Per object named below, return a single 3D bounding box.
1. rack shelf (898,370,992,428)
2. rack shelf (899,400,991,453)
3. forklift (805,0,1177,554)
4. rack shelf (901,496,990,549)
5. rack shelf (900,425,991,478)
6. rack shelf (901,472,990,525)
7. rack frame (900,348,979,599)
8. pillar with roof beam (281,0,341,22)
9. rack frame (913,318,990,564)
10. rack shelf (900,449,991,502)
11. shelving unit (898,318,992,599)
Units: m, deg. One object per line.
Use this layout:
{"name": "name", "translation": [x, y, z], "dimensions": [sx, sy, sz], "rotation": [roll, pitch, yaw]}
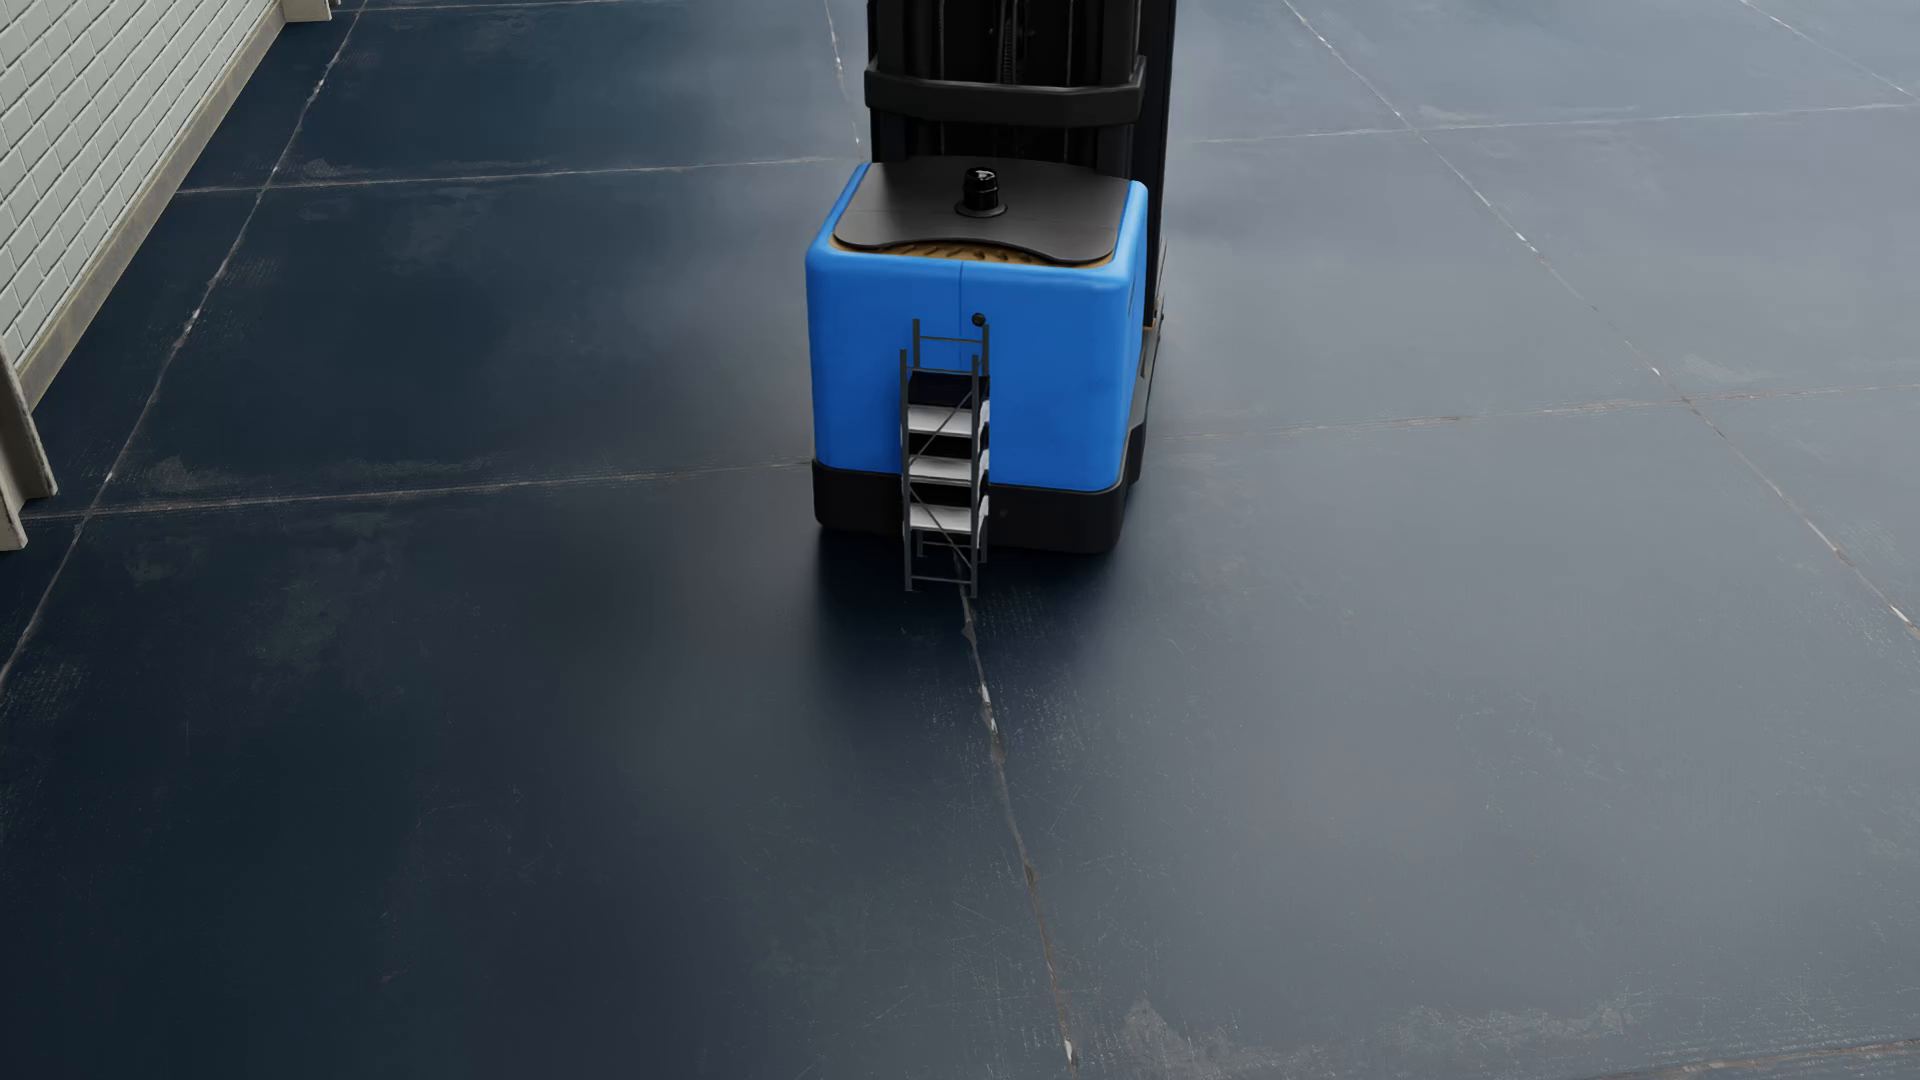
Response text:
{"name": "rack shelf", "translation": [-0.045, -0.443, 5.180], "dimensions": [0.258, 0.077, 0.200], "rotation": [6, 35, 8]}
{"name": "rack shelf", "translation": [-0.045, -0.368, 5.231], "dimensions": [0.258, 0.077, 0.200], "rotation": [6, 35, 8]}
{"name": "forklift", "translation": [0.256, -1.985, 6.060], "dimensions": [1.130, 2.935, 3.031], "rotation": [6, 35, 8]}
{"name": "rack shelf", "translation": [-0.045, -0.071, 5.434], "dimensions": [0.258, 0.077, 0.200], "rotation": [6, 35, 8]}
{"name": "rack shelf", "translation": [-0.045, -0.294, 5.281], "dimensions": [0.258, 0.077, 0.200], "rotation": [6, 35, 8]}
{"name": "rack shelf", "translation": [-0.045, -0.145, 5.383], "dimensions": [0.258, 0.077, 0.200], "rotation": [6, 35, 8]}
{"name": "rack frame", "translation": [-0.062, -0.191, 5.231], "dimensions": [0.240, 0.900, 0.006], "rotation": [6, 35, 8]}
{"name": "pillar with roof beam", "translation": [0.065, -7.461, 8.707], "dimensions": [9.100, 9.000, 0.400], "rotation": [-4, 35, -6]}
{"name": "rack frame", "translation": [-0.028, -0.303, 5.396], "dimensions": [0.240, 0.900, 0.006], "rotation": [6, 35, 8]}
{"name": "rack shelf", "translation": [-0.045, -0.219, 5.332], "dimensions": [0.258, 0.077, 0.200], "rotation": [6, 35, 8]}
{"name": "shelving unit", "translation": [-0.045, -0.247, 5.313], "dimensions": [0.258, 0.900, 0.210], "rotation": [6, 35, 8]}
